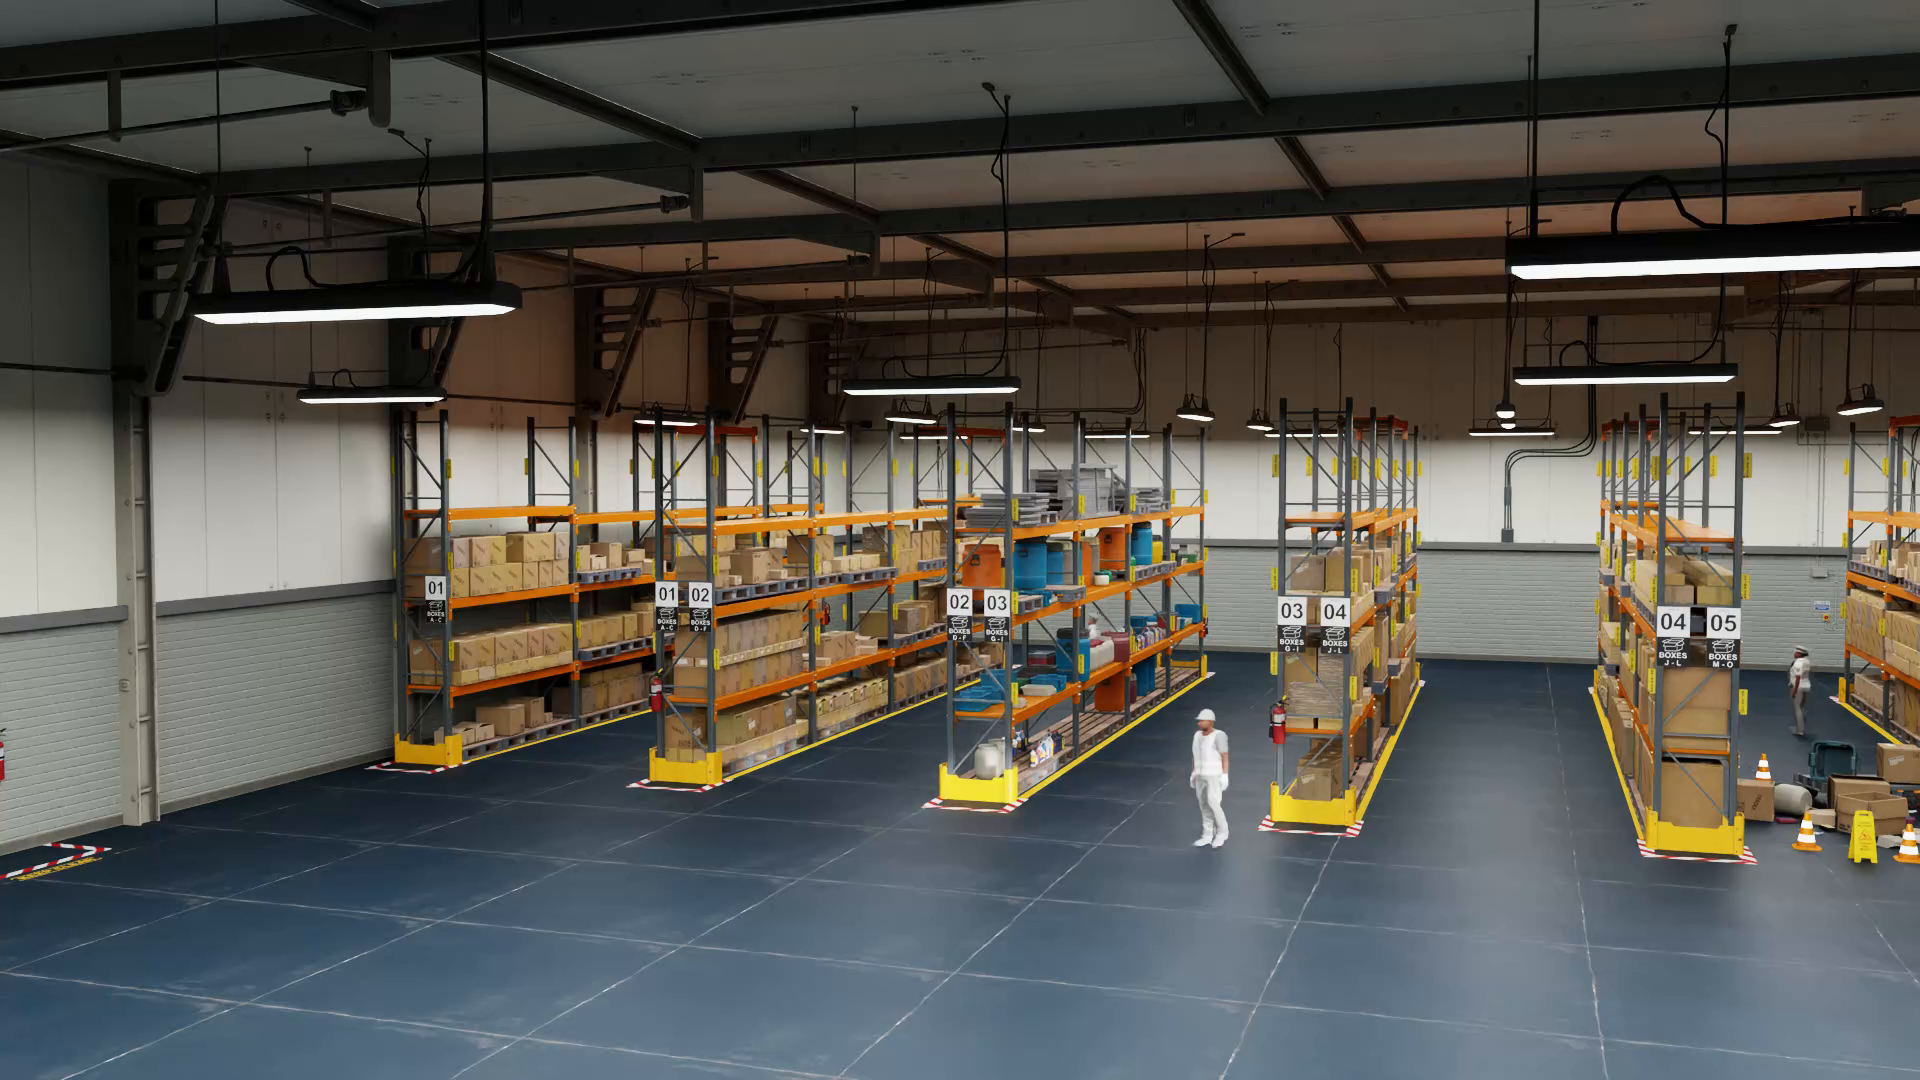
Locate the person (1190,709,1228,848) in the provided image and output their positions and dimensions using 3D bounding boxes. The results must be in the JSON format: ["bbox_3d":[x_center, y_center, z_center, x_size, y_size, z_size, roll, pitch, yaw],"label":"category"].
[{"bbox_3d":[3.290,3.159,22.126,0.408,1.808,0.612,-2,3,-37],"label":"person"}]

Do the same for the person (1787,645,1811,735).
[{"bbox_3d":[15.872,2.819,31.502,0.463,1.665,0.580,-1,3,-22],"label":"person"}]

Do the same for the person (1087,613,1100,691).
[{"bbox_3d":[2.862,2.516,37.380,0.600,1.771,0.572,0,2,-11],"label":"person"}]
